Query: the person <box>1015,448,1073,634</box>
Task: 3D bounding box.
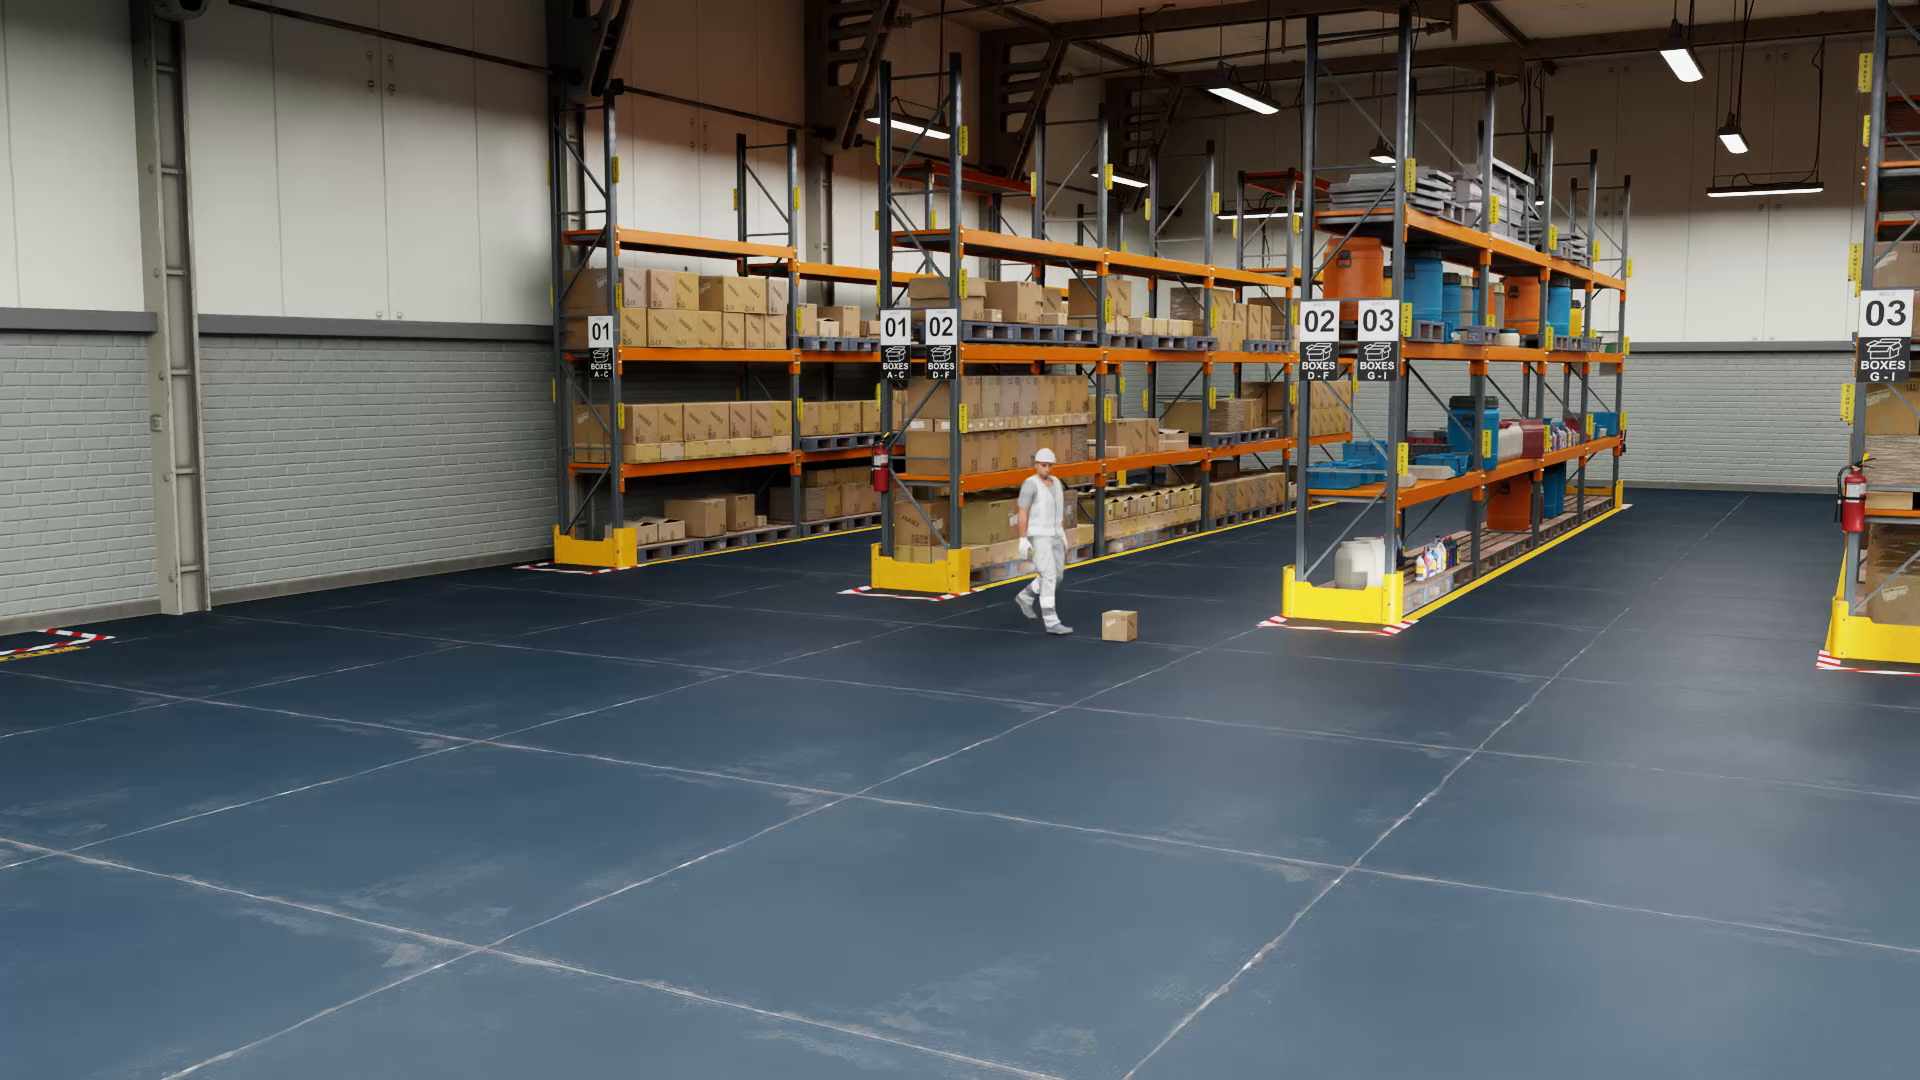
[{"bbox_3d":[0.787,-0.009,16.042,0.873,1.769,0.557,5,8,43],"label":"person"}]
